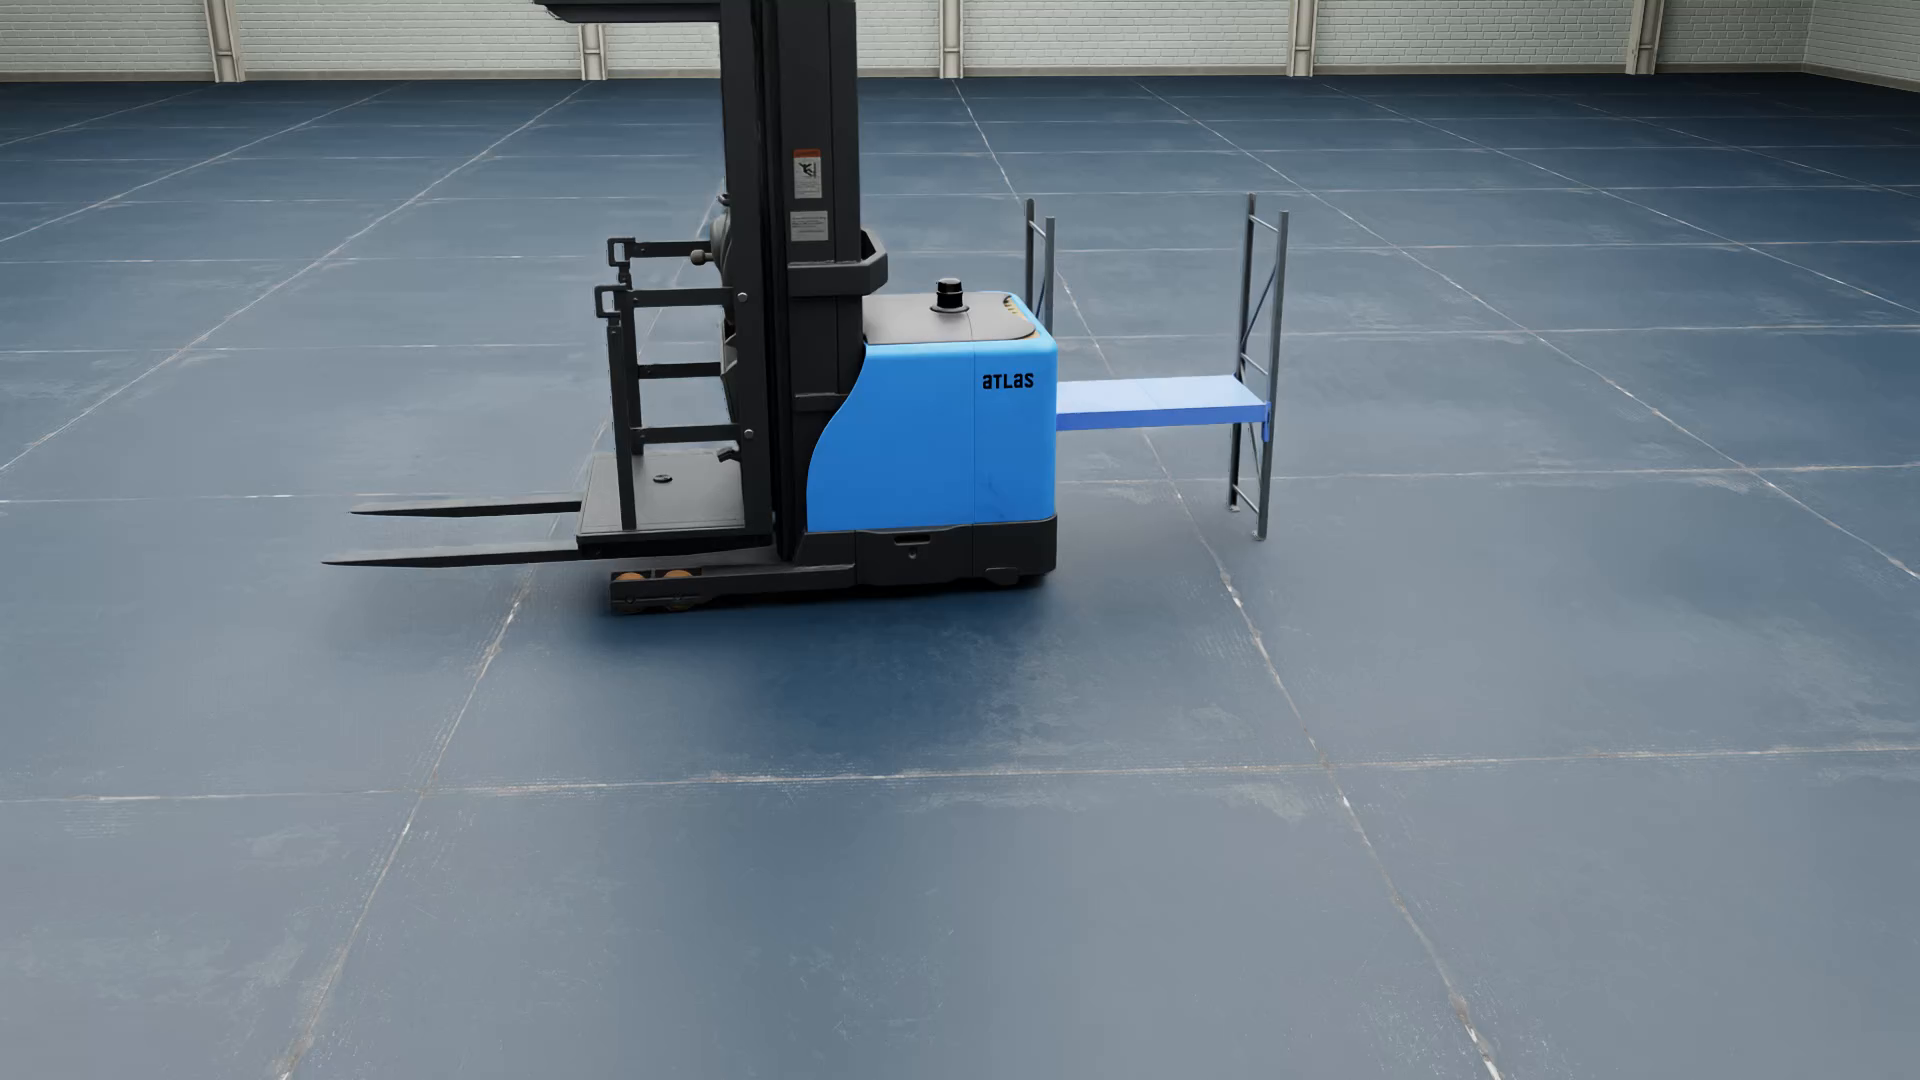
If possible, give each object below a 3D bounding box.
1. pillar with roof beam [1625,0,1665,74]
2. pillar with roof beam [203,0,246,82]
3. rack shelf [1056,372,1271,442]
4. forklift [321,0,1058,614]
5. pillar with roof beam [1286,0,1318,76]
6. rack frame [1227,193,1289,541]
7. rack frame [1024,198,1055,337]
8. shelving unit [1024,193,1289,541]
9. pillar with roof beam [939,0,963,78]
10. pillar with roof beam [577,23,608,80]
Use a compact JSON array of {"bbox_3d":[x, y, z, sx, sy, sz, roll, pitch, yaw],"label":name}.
[{"bbox_3d":[12.075,-10.797,23.334,0.400,9.000,9.100,-1,21,-3],"label":"pillar with roof beam"},{"bbox_3d":[-11.886,-10.310,22.054,0.400,9.000,9.100,-1,21,-3],"label":"pillar with roof beam"},{"bbox_3d":[0.847,-0.590,7.568,1.000,0.185,0.538,-3,21,-8],"label":"rack shelf"},{"bbox_3d":[-1.148,-1.267,6.830,3.031,2.935,1.130,-3,21,-8],"label":"forklift"},{"bbox_3d":[6.084,-10.676,23.014,0.400,9.000,9.100,-1,21,-3],"label":"pillar with roof beam"},{"bbox_3d":[1.350,-0.785,7.574,0.032,1.500,0.500,-3,21,-8],"label":"rack frame"},{"bbox_3d":[0.344,-0.731,7.434,0.032,1.500,0.500,-3,21,-8],"label":"rack frame"},{"bbox_3d":[0.847,-0.758,7.504,1.048,1.500,0.538,-3,21,-8],"label":"shelving unit"},{"bbox_3d":[0.094,-10.554,22.694,0.400,9.000,9.100,-1,21,-3],"label":"pillar with roof beam"},{"bbox_3d":[-5.896,-10.432,22.374,0.400,9.000,9.100,-1,21,-3],"label":"pillar with roof beam"}]
